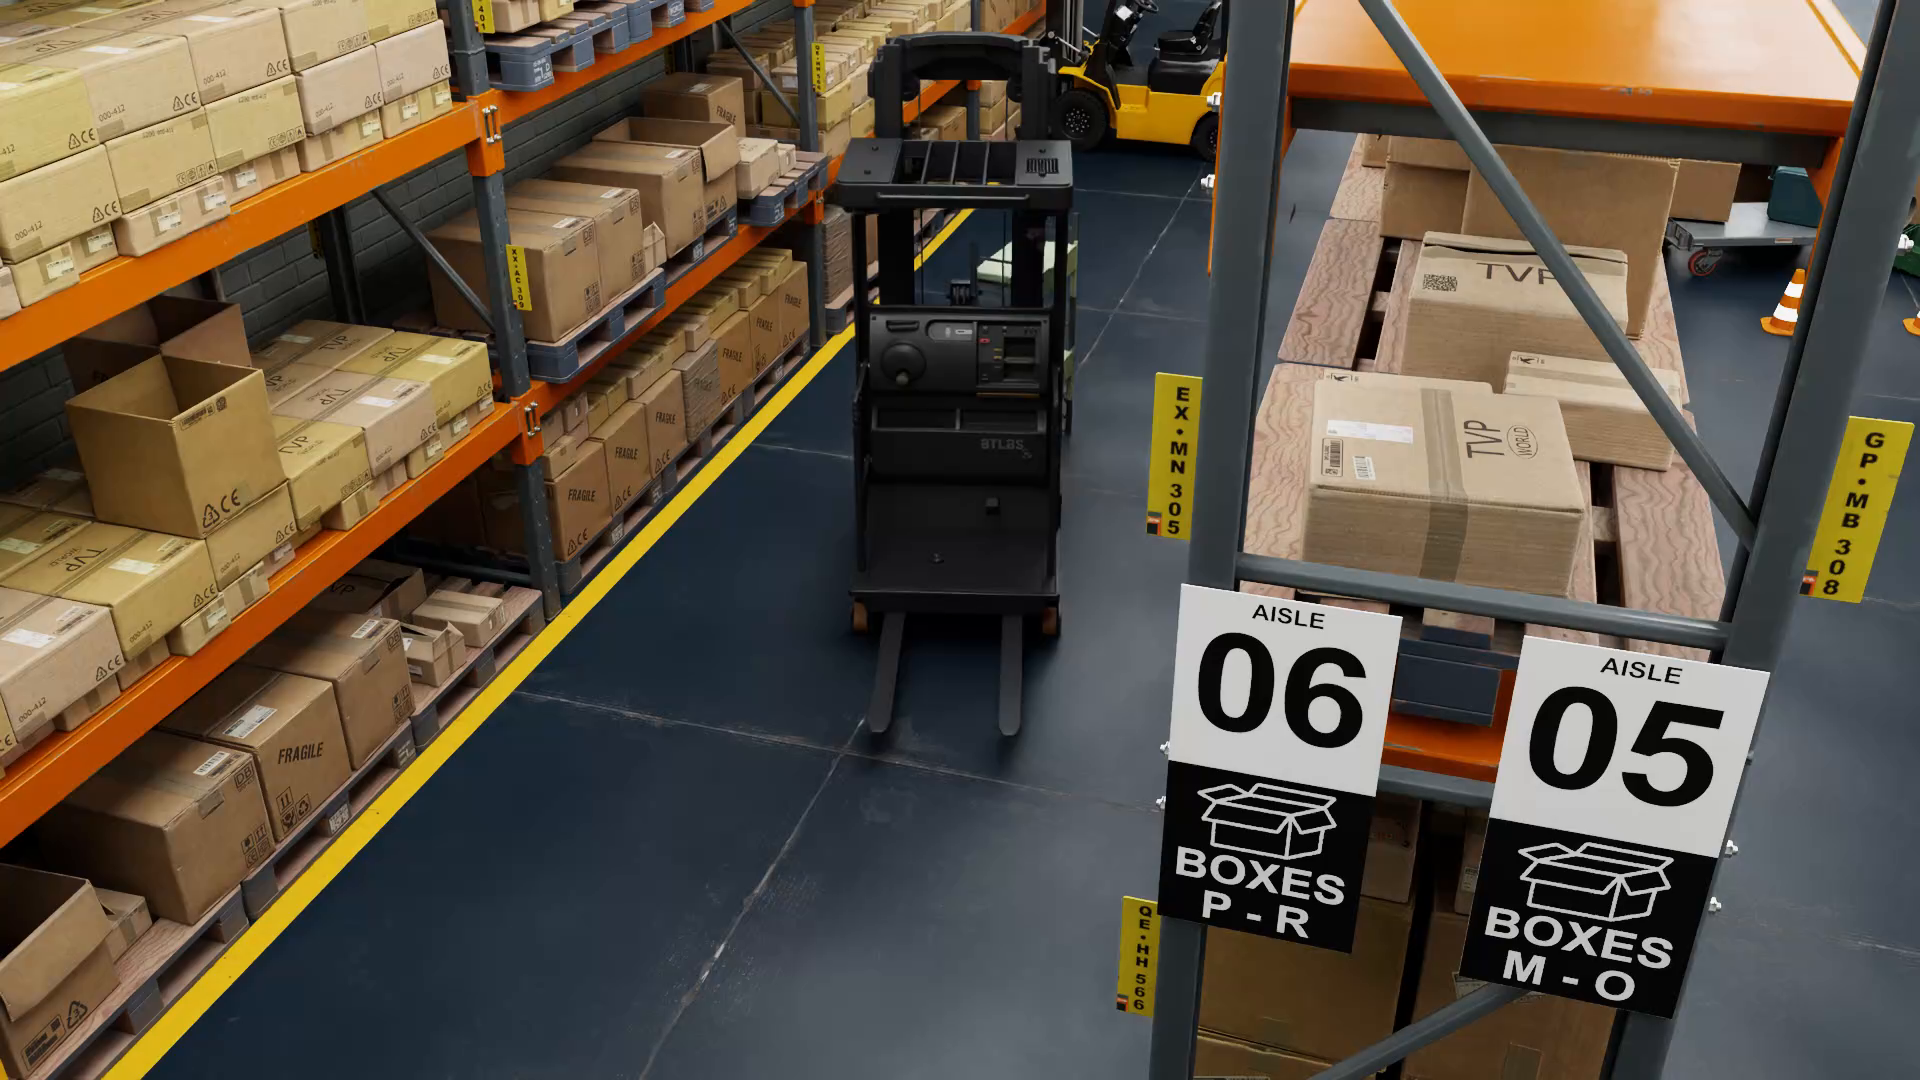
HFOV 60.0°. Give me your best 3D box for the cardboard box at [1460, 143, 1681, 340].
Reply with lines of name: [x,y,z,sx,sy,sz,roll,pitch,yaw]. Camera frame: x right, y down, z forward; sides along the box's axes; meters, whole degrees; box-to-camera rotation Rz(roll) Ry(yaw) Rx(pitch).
cardboard box: [1.645,-0.897,4.554,0.500,0.500,0.500,9,30,16]

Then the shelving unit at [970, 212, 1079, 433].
shelving unit: [0.400,-1.249,10.453,0.431,1.500,0.755,13,31,21]

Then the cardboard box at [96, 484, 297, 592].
cardboard box: [-3.022,-0.055,6.611,0.500,0.250,0.500,8,30,14]

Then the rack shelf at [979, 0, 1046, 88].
rack shelf: [0.273,-5.298,16.929,1.077,0.370,4.000,8,30,15]

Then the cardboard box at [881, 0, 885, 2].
cardboard box: [-0.825,-4.645,14.244,0.380,0.149,0.250,8,30,15]

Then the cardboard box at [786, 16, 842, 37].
cardboard box: [-1.154,-4.048,13.171,0.380,0.149,0.250,9,30,16]

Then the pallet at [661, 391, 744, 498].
pallet: [-2.103,-0.699,10.790,1.003,0.211,1.213,8,30,15]

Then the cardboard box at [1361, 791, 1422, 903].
cardboard box: [0.824,0.640,3.715,0.380,0.149,0.250,9,30,16]

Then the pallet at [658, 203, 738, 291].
pallet: [-2.054,-1.836,10.163,1.003,0.211,1.213,8,30,15]

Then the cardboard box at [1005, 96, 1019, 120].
cardboard box: [0.269,-4.299,16.274,0.500,0.250,0.500,8,30,15]

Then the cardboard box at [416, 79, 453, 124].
cardboard box: [-2.485,-1.957,7.356,0.380,0.149,0.250,8,30,15]

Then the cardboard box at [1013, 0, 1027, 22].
cardboard box: [0.351,-5.376,16.225,0.500,0.500,0.500,8,30,14]

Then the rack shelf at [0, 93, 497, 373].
rack shelf: [-3.249,-1.033,6.175,1.077,0.370,4.000,8,30,15]

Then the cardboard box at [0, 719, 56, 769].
cardboard box: [-3.403,0.638,5.777,0.380,0.149,0.250,8,30,14]

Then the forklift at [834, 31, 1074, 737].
forklift: [-0.011,-0.927,8.401,1.130,2.935,3.031,1,29,2]

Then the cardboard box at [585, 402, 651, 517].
cardboard box: [-2.158,-0.498,9.700,0.500,0.500,0.500,8,30,14]

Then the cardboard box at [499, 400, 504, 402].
cardboard box: [-2.694,-0.790,9.556,0.380,0.149,0.250,9,30,15]

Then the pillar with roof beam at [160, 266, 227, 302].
pillar with roof beam: [0.387,-2.778,5.487,9.100,9.000,0.400,8,30,15]

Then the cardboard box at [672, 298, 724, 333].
cardboard box: [-1.754,-1.454,10.750,0.380,0.149,0.250,8,30,14]

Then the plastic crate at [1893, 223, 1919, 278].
plastic crate: [7.993,-2.382,13.779,0.662,0.188,0.450,-24,47,-37]

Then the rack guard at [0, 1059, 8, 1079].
rack guard: [-3.814,1.950,5.730,1.175,0.500,0.348,8,30,15]

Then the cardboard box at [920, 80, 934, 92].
cardboard box: [-0.529,-3.886,13.803,0.500,0.250,0.500,9,30,15]

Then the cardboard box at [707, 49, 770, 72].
cardboard box: [-1.616,-3.469,12.131,0.380,0.149,0.250,9,30,16]

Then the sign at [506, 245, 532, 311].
sign: [-2.141,-1.270,8.057,0.100,0.325,0.005,8,30,15]

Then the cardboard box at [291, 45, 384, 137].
cardboard box: [-2.707,-1.838,6.731,0.500,0.250,0.500,7,30,13]

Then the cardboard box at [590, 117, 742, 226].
cardboard box: [-1.790,-2.268,10.204,0.797,0.503,0.637,8,30,14]

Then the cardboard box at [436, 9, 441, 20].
cardboard box: [-2.639,-2.545,7.877,0.380,0.149,0.250,8,30,15]

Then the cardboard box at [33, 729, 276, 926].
cardboard box: [-3.278,1.140,6.755,0.700,0.500,0.500,10,31,17]

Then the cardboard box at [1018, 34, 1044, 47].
cardboard box: [0.584,-4.994,17.010,0.500,0.250,0.500,8,30,14]

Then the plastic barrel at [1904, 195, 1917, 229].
plastic barrel: [8.061,-2.938,14.595,0.421,0.421,0.512,-17,34,-28]

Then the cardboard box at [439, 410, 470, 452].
cardboard box: [-2.570,-0.548,7.907,0.380,0.149,0.250,9,30,16]

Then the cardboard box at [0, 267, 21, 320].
cardboard box: [-3.205,-0.766,5.215,0.380,0.149,0.250,9,30,16]

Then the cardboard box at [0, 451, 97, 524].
cardboard box: [-3.499,-0.135,6.755,0.500,0.250,0.500,8,30,15]

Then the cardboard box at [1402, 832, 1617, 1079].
cardboard box: [1.323,0.937,3.849,0.500,0.500,0.500,8,30,14]

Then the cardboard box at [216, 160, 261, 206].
cardboard box: [-2.898,-1.369,6.298,0.380,0.149,0.250,9,30,15]

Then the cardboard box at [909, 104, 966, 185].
cardboard box: [-0.456,-3.585,15.120,0.875,0.625,0.625,10,31,17]

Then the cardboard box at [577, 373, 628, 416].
cardboard box: [-2.163,-0.859,9.681,0.380,0.149,0.250,8,30,14]

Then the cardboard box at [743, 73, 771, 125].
cardboard box: [-1.622,-3.226,12.103,0.500,0.250,0.500,9,30,16]

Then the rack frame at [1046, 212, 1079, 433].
rack frame: [0.553,-1.411,10.743,0.400,1.500,0.023,13,31,21]

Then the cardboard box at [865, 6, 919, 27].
cardboard box: [-0.549,-4.222,13.484,0.380,0.149,0.250,9,30,15]

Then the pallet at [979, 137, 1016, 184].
pallet: [-0.040,-3.829,16.415,1.003,0.211,1.213,8,30,15]

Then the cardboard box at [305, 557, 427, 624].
cardboard box: [-3.082,0.299,8.461,0.500,0.311,0.500,10,30,17]

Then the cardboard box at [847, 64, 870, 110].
cardboard box: [-0.976,-3.381,12.383,0.500,0.250,0.500,9,30,16]

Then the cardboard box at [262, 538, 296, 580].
cardboard box: [-2.984,0.043,6.846,0.380,0.149,0.250,8,30,15]

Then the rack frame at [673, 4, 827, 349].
rack frame: [-1.488,-2.825,11.742,1.000,3.000,0.127,8,30,15]

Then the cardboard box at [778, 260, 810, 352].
cardboard box: [-1.407,-1.689,11.839,0.500,0.500,0.500,9,30,16]

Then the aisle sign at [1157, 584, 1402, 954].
aisle sign: [0.593,0.453,3.176,0.394,0.787,0.004,8,30,15]

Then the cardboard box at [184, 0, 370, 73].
cardboard box: [-2.721,-2.053,6.604,0.500,0.250,0.500,8,30,14]

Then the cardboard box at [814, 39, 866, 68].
cardboard box: [-0.920,-3.628,12.417,0.380,0.149,0.250,9,30,15]
